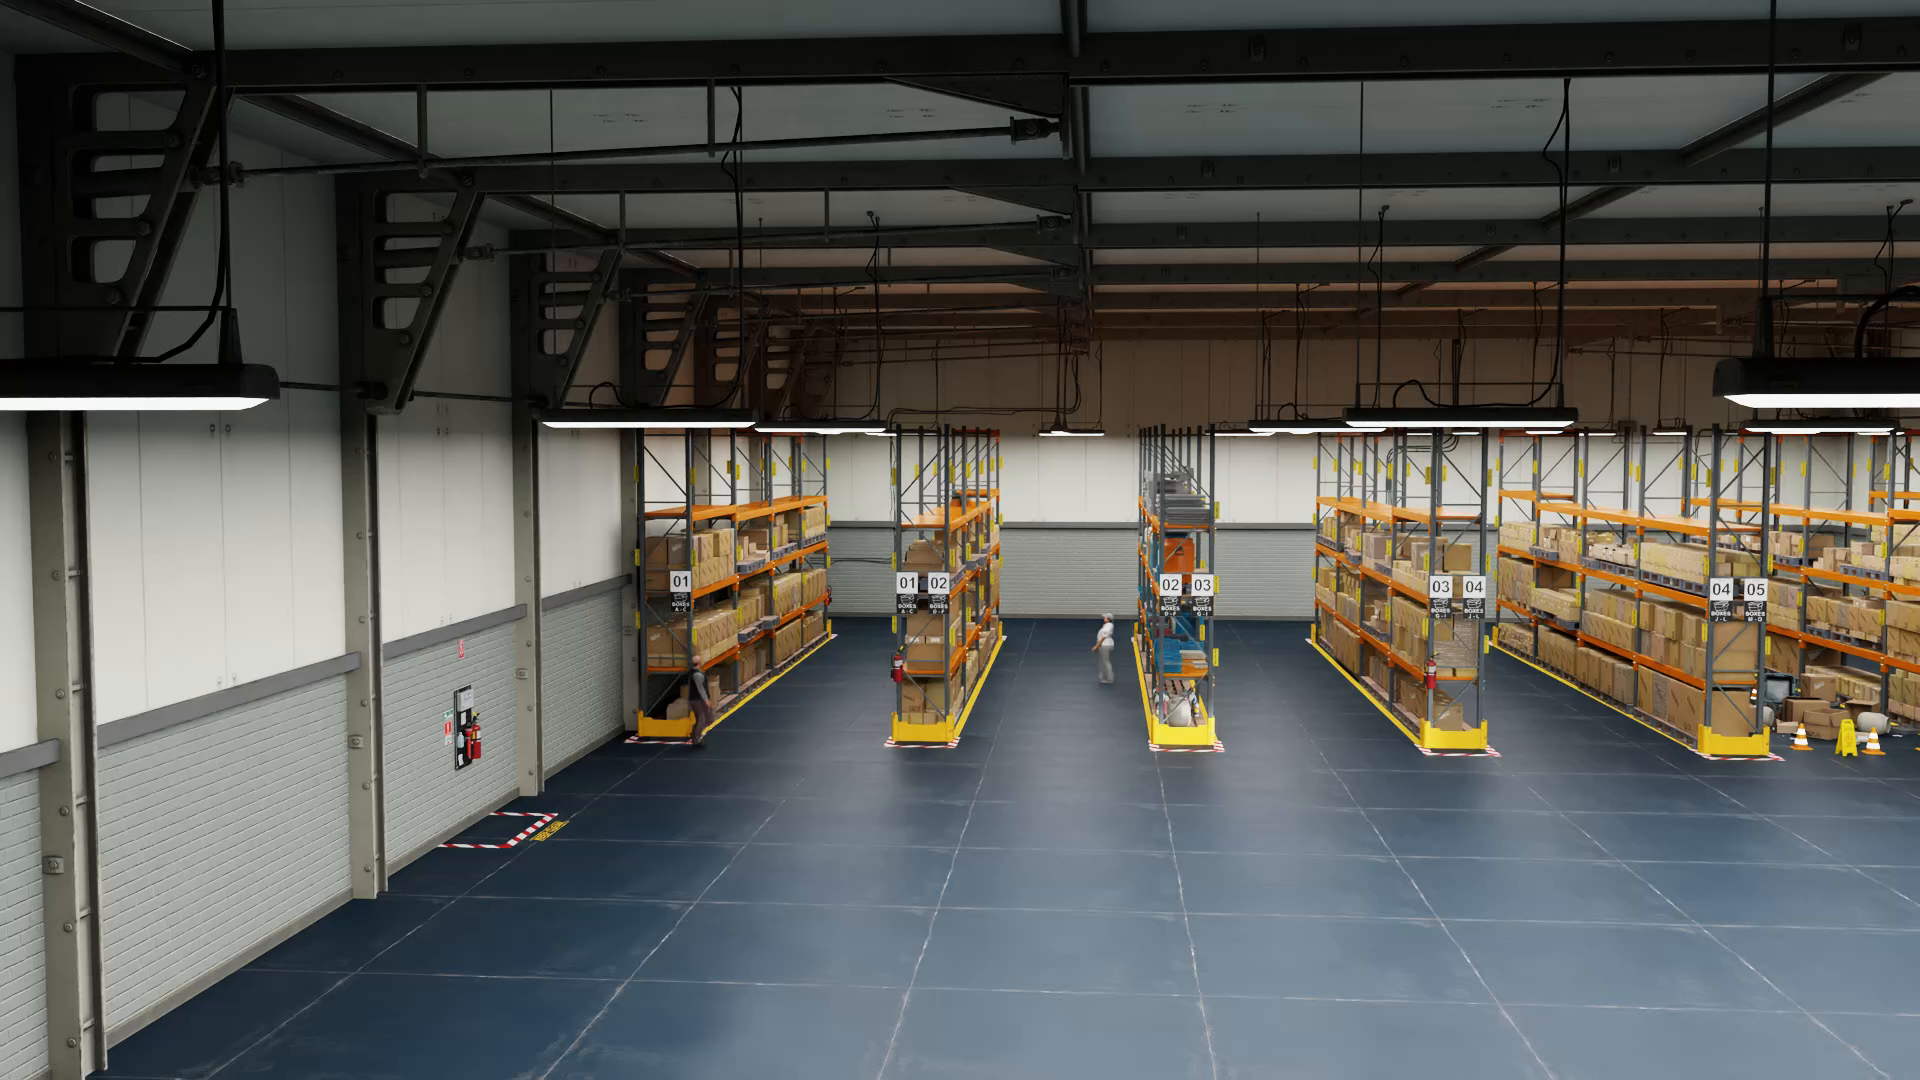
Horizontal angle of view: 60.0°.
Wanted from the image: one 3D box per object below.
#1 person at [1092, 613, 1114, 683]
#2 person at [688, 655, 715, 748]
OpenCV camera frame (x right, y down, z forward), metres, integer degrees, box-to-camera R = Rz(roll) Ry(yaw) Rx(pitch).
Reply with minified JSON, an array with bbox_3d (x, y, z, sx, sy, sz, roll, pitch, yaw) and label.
[{"bbox_3d":[3.343,2.569,38.939,0.637,1.714,0.618,2,4,31],"label":"person"},{"bbox_3d":[-4.803,2.978,30.704,0.519,1.708,0.511,1,4,9],"label":"person"}]
